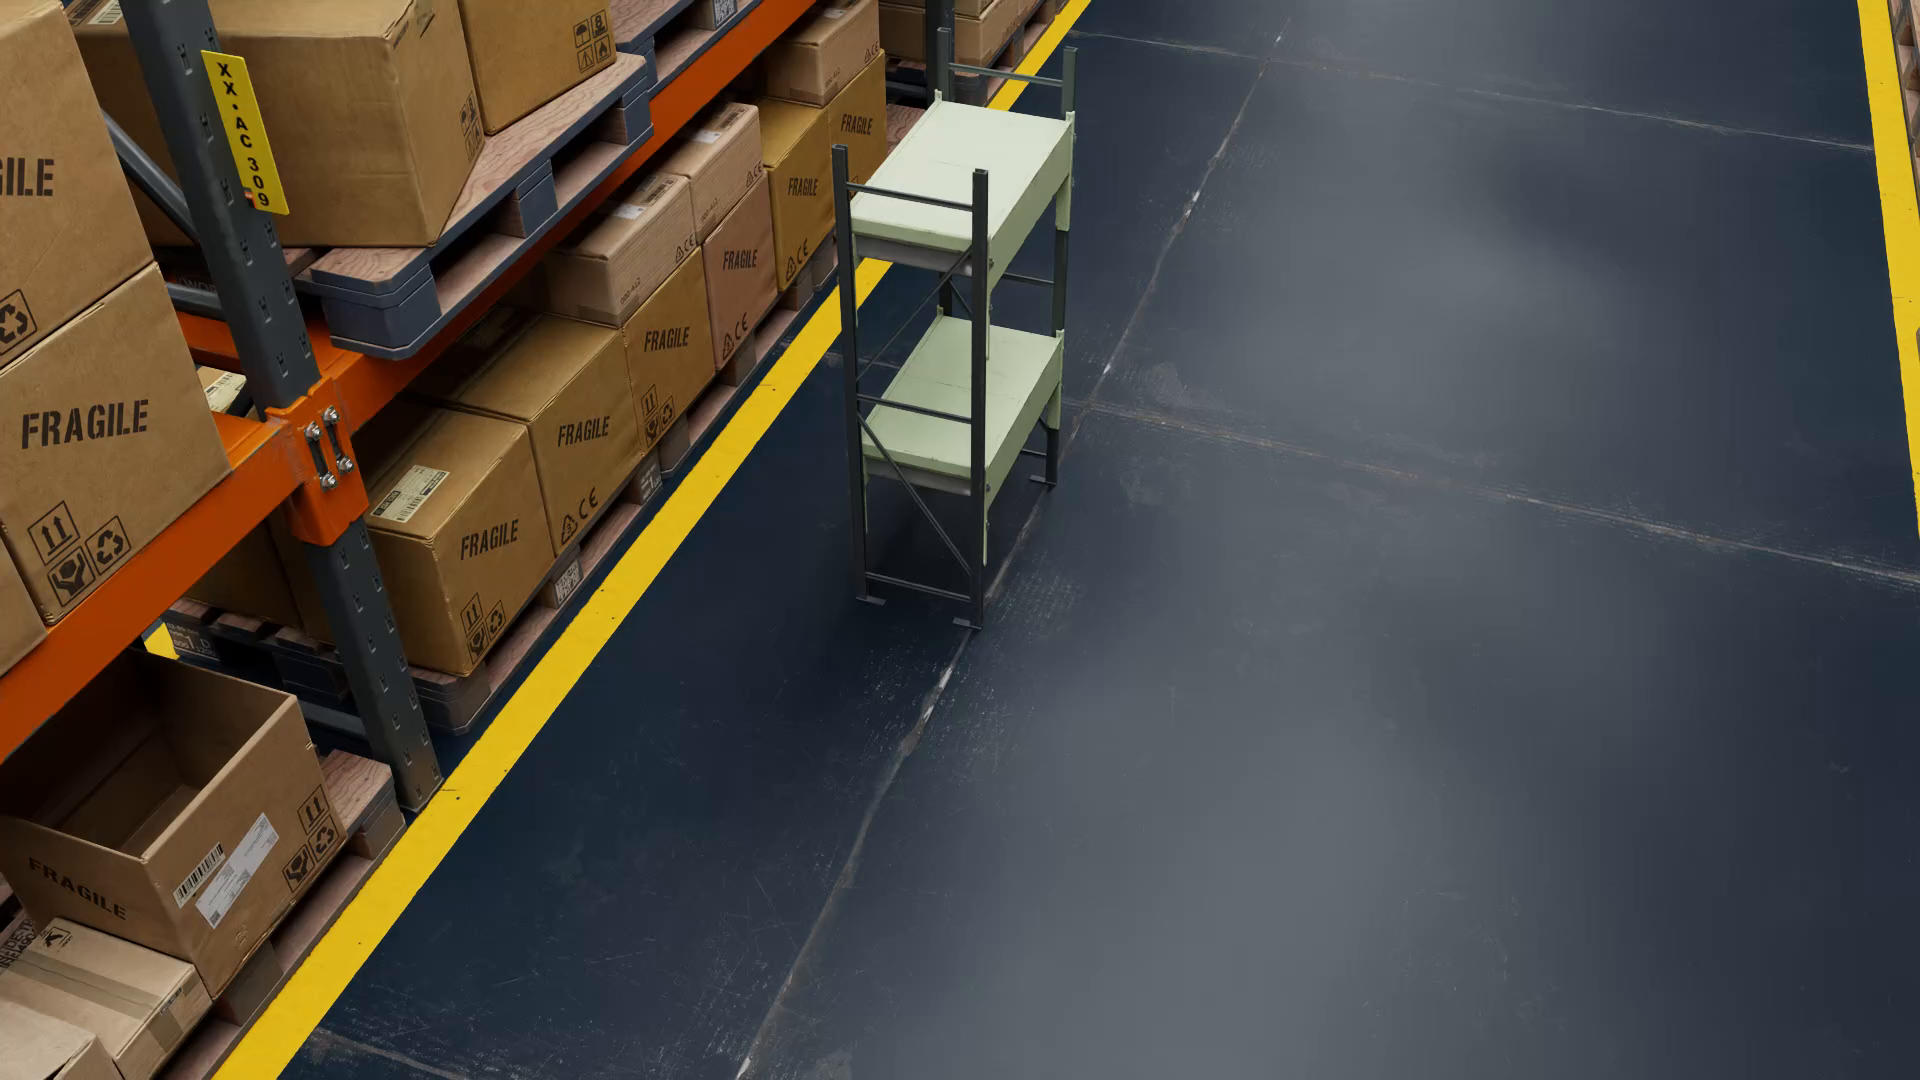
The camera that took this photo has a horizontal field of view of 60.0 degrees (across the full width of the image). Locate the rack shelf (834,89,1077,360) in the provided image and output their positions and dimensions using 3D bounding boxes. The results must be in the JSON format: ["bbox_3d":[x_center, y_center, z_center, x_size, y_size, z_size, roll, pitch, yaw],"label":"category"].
[{"bbox_3d":[0.002,-0.872,4.515,0.431,0.370,0.720,13,42,15],"label":"rack shelf"}]

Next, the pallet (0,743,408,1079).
[{"bbox_3d":[-2.115,0.919,4.011,1.003,0.211,1.213,13,42,15],"label":"pallet"}]

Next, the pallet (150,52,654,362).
[{"bbox_3d":[-1.504,-0.951,4.202,1.003,0.211,1.213,13,42,15],"label":"pallet"}]

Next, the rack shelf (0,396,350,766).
[{"bbox_3d":[-2.564,0.932,2.400,1.077,0.370,4.000,13,42,15],"label":"rack shelf"}]

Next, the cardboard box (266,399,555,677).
[{"bbox_3d":[-1.485,-0.018,4.547,0.500,0.500,0.500,11,42,13],"label":"cardboard box"}]

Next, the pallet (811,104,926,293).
[{"bbox_3d":[-0.803,-1.493,6.837,1.003,0.211,1.213,13,42,15],"label":"pallet"}]

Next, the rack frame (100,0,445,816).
[{"bbox_3d":[-1.880,-0.561,3.596,1.000,3.000,0.127,13,42,15],"label":"rack frame"}]

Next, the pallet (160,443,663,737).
[{"bbox_3d":[-1.637,-0.005,5.093,1.003,0.211,1.213,13,42,15],"label":"pallet"}]

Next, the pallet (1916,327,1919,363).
[{"bbox_3d":[3.804,-0.379,5.531,1.003,0.211,1.213,13,42,15],"label":"pallet"}]

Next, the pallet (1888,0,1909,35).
[{"bbox_3d":[5.247,-2.807,8.378,1.003,0.211,1.213,13,42,15],"label":"pallet"}]

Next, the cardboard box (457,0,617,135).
[{"bbox_3d":[-1.332,-1.432,4.216,0.700,0.500,0.500,20,44,22],"label":"cardboard box"}]

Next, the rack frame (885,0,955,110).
[{"bbox_3d":[-0.512,-3.001,6.456,1.000,3.000,0.127,13,42,15],"label":"rack frame"}]

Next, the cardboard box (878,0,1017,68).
[{"bbox_3d":[-0.057,-2.369,7.510,0.500,0.250,0.500,13,42,15],"label":"cardboard box"}]

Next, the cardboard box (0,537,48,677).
[{"bbox_3d":[-1.985,0.078,2.771,0.500,0.500,0.500,14,43,16],"label":"cardboard box"}]

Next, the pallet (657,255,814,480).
[{"bbox_3d":[-1.222,-0.751,5.968,1.003,0.211,1.213,13,42,15],"label":"pallet"}]

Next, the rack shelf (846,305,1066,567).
[{"bbox_3d":[0.002,-0.327,4.980,0.431,0.370,0.720,13,42,15],"label":"rack shelf"}]

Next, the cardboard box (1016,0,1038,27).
[{"bbox_3d":[0.114,-2.675,7.870,0.500,0.250,0.500,12,42,14],"label":"cardboard box"}]

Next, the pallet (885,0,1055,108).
[{"bbox_3d":[-0.194,-2.433,7.939,1.003,0.211,1.213,13,42,15],"label":"pallet"}]

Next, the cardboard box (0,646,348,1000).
[{"bbox_3d":[-1.808,0.633,3.784,0.500,0.500,0.500,13,42,15],"label":"cardboard box"}]

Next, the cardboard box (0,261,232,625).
[{"bbox_3d":[-1.810,-0.237,3.140,0.500,0.500,0.500,14,42,16],"label":"cardboard box"}]

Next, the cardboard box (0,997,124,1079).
[{"bbox_3d":[-2.064,1.162,3.309,0.500,0.311,0.500,13,42,15],"label":"cardboard box"}]

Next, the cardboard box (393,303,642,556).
[{"bbox_3d":[-1.313,-0.346,4.932,0.500,0.500,0.500,14,42,16],"label":"cardboard box"}]

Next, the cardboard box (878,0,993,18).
[{"bbox_3d":[-0.057,-2.582,7.328,0.500,0.311,0.500,15,43,17],"label":"cardboard box"}]

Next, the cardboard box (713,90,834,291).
[{"bbox_3d":[-0.788,-1.279,6.025,0.500,0.500,0.500,12,42,14],"label":"cardboard box"}]

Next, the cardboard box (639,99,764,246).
[{"bbox_3d":[-0.972,-1.220,5.378,0.500,0.250,0.500,13,42,14],"label":"cardboard box"}]

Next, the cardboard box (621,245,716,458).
[{"bbox_3d":[-1.135,-0.649,5.287,0.500,0.500,0.500,14,42,16],"label":"cardboard box"}]

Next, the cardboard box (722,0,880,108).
[{"bbox_3d":[-0.626,-1.845,6.110,0.500,0.250,0.500,15,43,17],"label":"cardboard box"}]

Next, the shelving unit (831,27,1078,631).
[{"bbox_3d":[0.002,-0.575,4.768,0.431,1.500,0.755,13,42,15],"label":"shelving unit"}]

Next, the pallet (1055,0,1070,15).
[{"bbox_3d":[0.225,-3.175,8.809,1.003,0.211,1.213,13,42,15],"label":"pallet"}]

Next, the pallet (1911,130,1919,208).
[{"bbox_3d":[4.413,-1.319,6.633,1.003,0.211,1.213,13,42,15],"label":"pallet"}]

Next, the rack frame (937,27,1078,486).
[{"bbox_3d":[0.127,-0.798,5.030,0.400,1.500,0.023,13,42,15],"label":"rack frame"}]

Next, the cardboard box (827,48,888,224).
[{"bbox_3d":[-0.611,-1.595,6.395,0.500,0.500,0.500,15,43,17],"label":"cardboard box"}]

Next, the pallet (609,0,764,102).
[{"bbox_3d":[-1.173,-1.741,5.127,1.003,0.211,1.213,13,42,15],"label":"pallet"}]

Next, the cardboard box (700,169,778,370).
[{"bbox_3d":[-0.962,-0.958,5.648,0.500,0.500,0.500,12,42,13],"label":"cardboard box"}]

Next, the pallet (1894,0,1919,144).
[{"bbox_3d":[4.832,-2.061,7.503,1.003,0.211,1.213,13,42,15],"label":"pallet"}]

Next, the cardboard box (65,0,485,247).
[{"bbox_3d":[-1.508,-0.998,3.708,0.700,0.500,0.500,0,40,0],"label":"cardboard box"}]

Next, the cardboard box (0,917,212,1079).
[{"bbox_3d":[-1.880,1.009,3.614,0.380,0.149,0.250,13,42,15],"label":"cardboard box"}]

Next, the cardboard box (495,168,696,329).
[{"bbox_3d":[-1.143,-0.914,5.019,0.500,0.250,0.500,13,42,15],"label":"cardboard box"}]

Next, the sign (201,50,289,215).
[{"bbox_3d":[-1.367,-0.775,3.180,0.100,0.325,0.005,13,42,15],"label":"sign"}]

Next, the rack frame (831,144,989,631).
[{"bbox_3d":[-0.123,-0.351,4.506,0.400,1.500,0.023,13,42,15],"label":"rack frame"}]

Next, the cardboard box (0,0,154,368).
[{"bbox_3d":[-1.809,-0.614,2.811,0.500,0.500,0.500,14,42,15],"label":"cardboard box"}]

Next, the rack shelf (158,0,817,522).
[{"bbox_3d":[-1.196,-1.507,5.260,1.077,0.370,4.000,13,42,15],"label":"rack shelf"}]

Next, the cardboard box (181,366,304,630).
[{"bbox_3d":[-1.980,-0.142,4.692,0.500,0.500,0.500,13,42,15],"label":"cardboard box"}]
